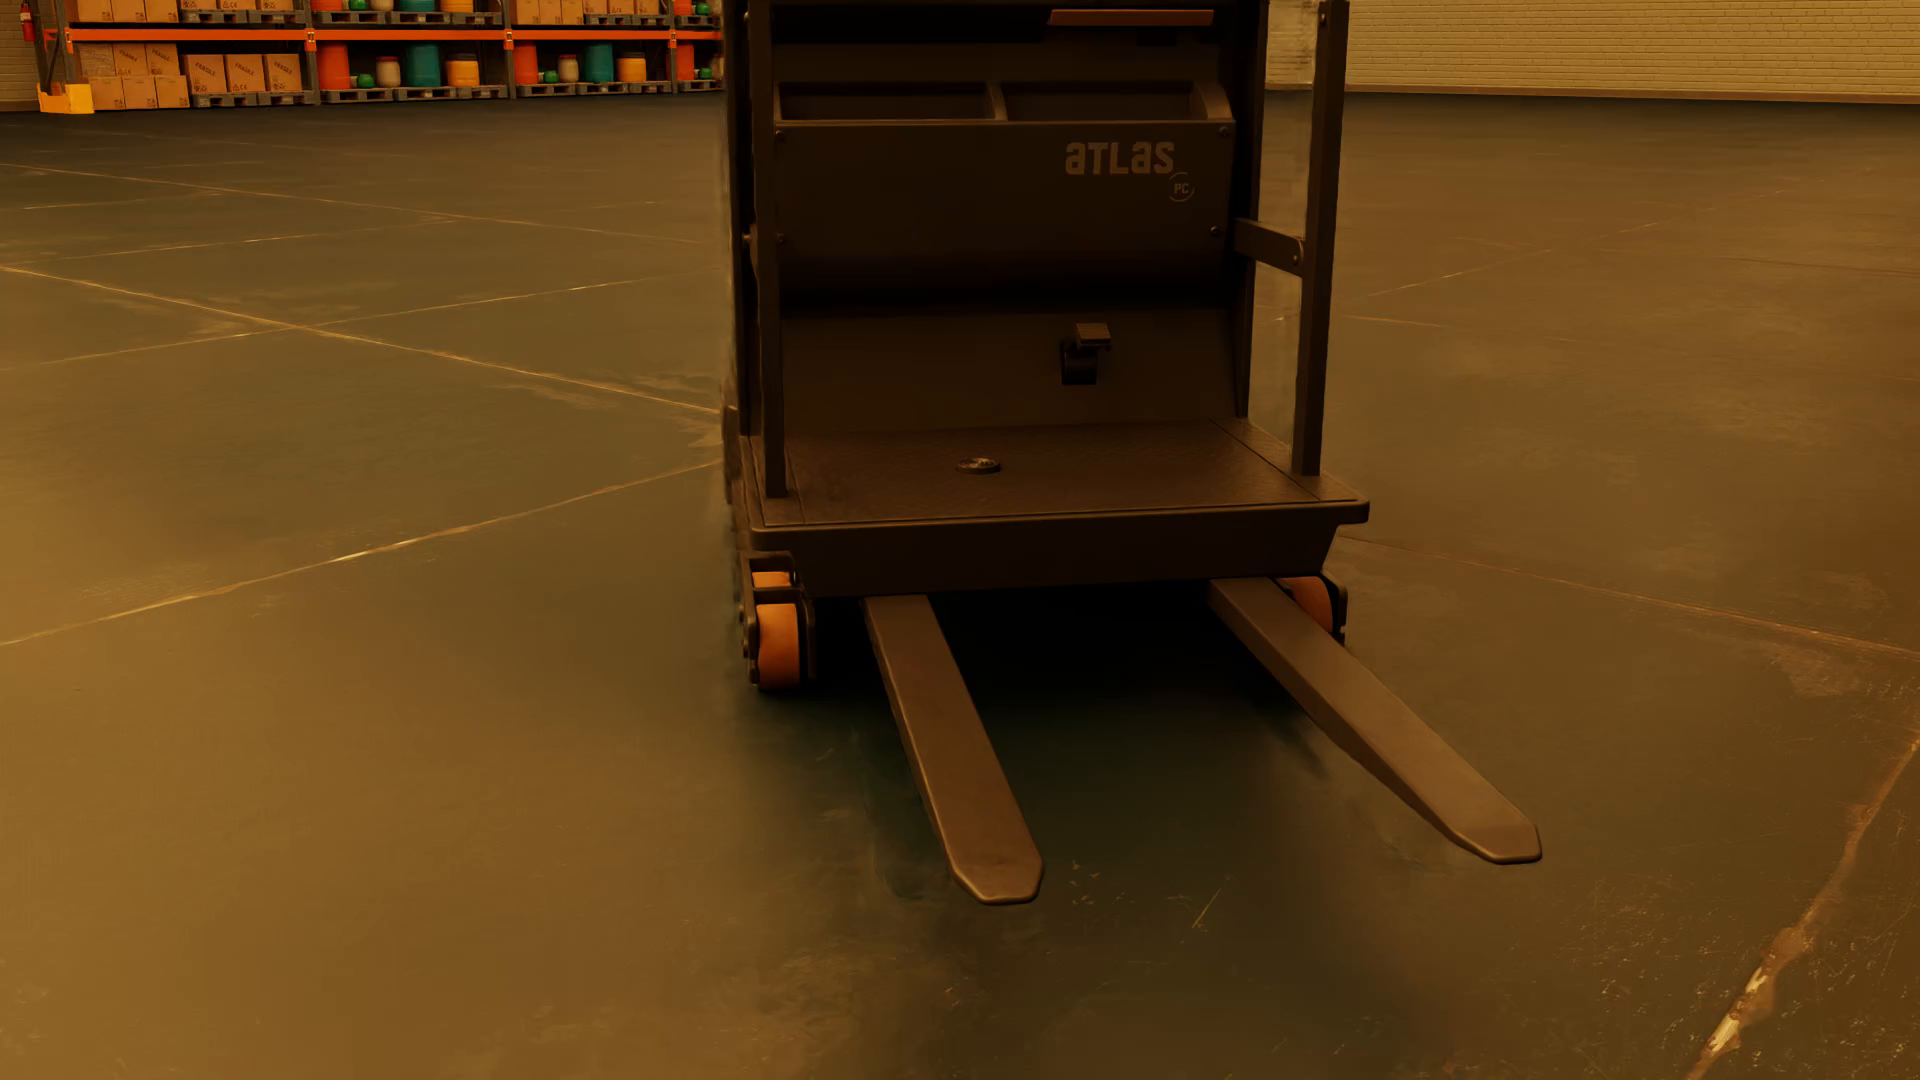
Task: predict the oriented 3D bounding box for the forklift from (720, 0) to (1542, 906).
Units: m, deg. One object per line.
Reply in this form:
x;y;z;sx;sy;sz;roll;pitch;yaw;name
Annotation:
0.115;-1.236;2.969;1.130;2.935;3.031;-3;17;-9;forklift
